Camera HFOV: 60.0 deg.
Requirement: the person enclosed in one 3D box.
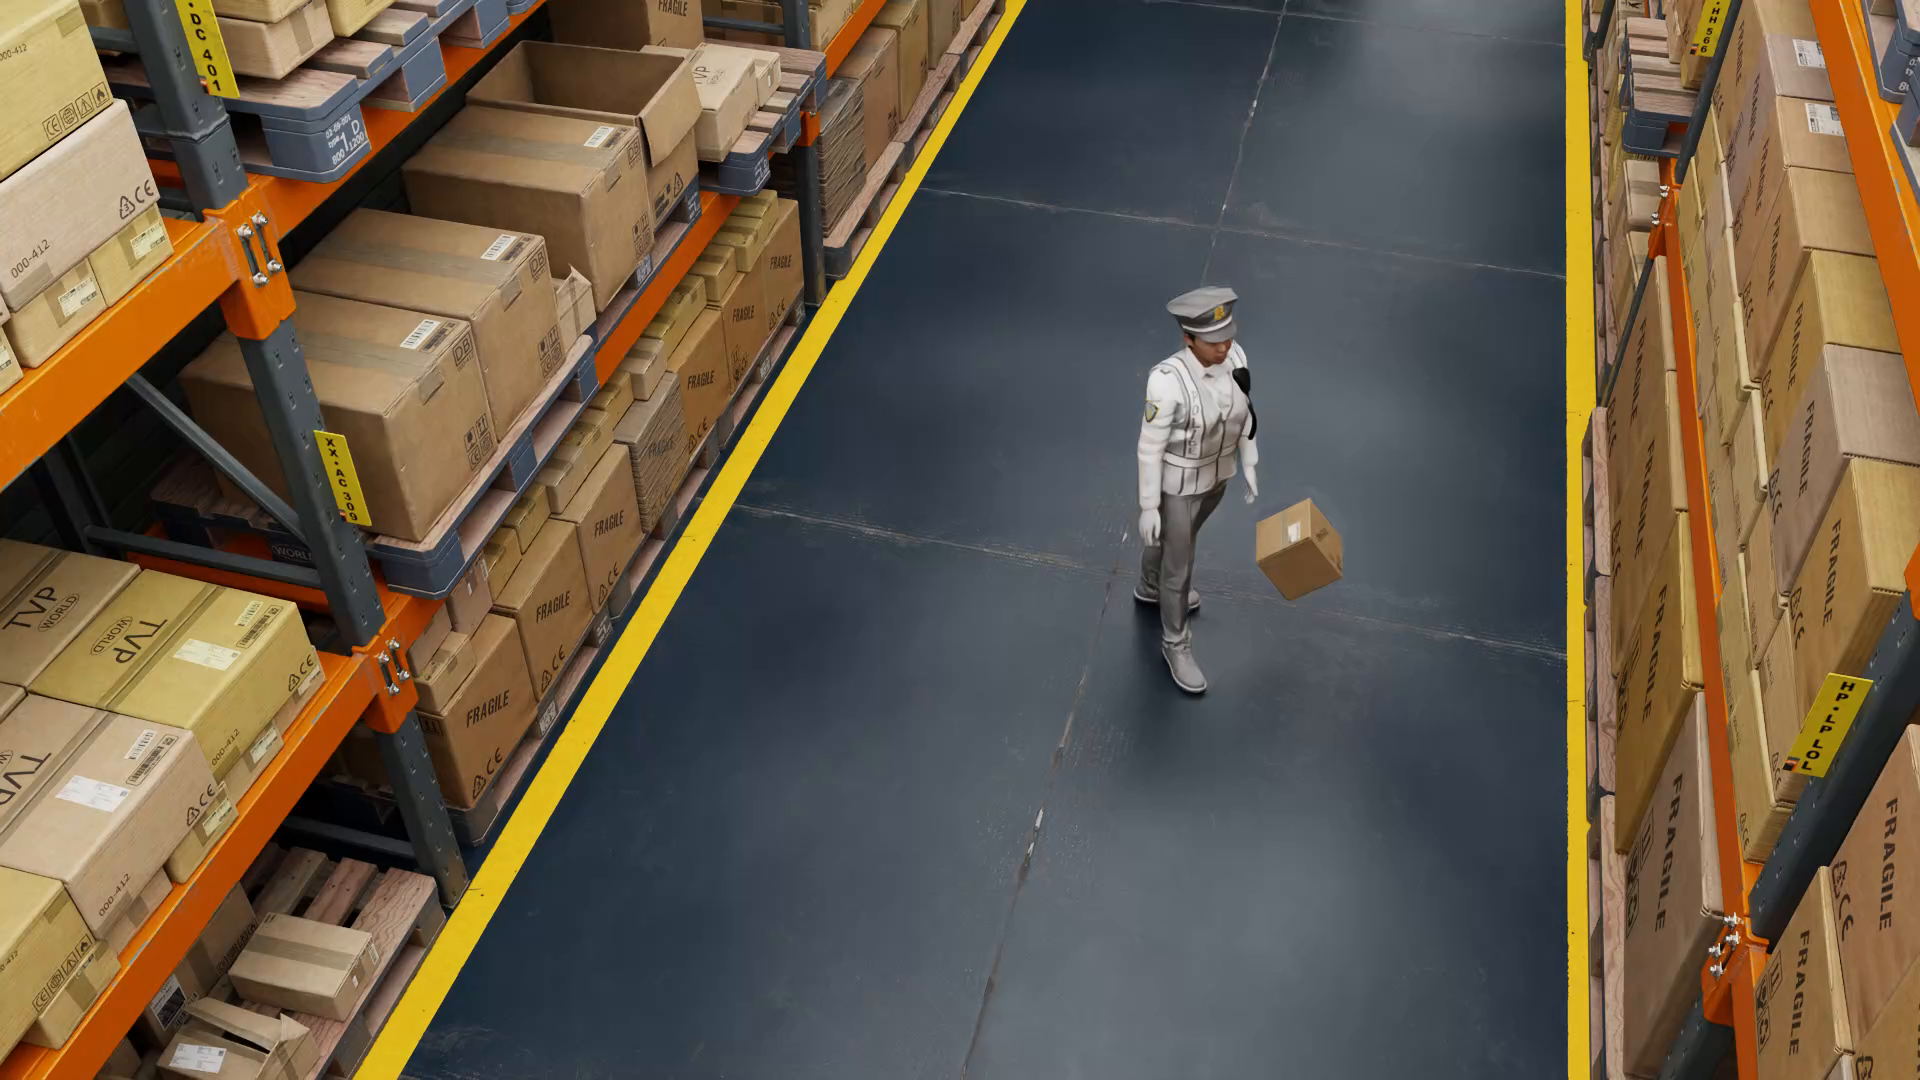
[{"bbox_3d":[0.894,-0.220,6.388,0.584,1.681,0.597,-29,49,-29],"label":"person"}]
